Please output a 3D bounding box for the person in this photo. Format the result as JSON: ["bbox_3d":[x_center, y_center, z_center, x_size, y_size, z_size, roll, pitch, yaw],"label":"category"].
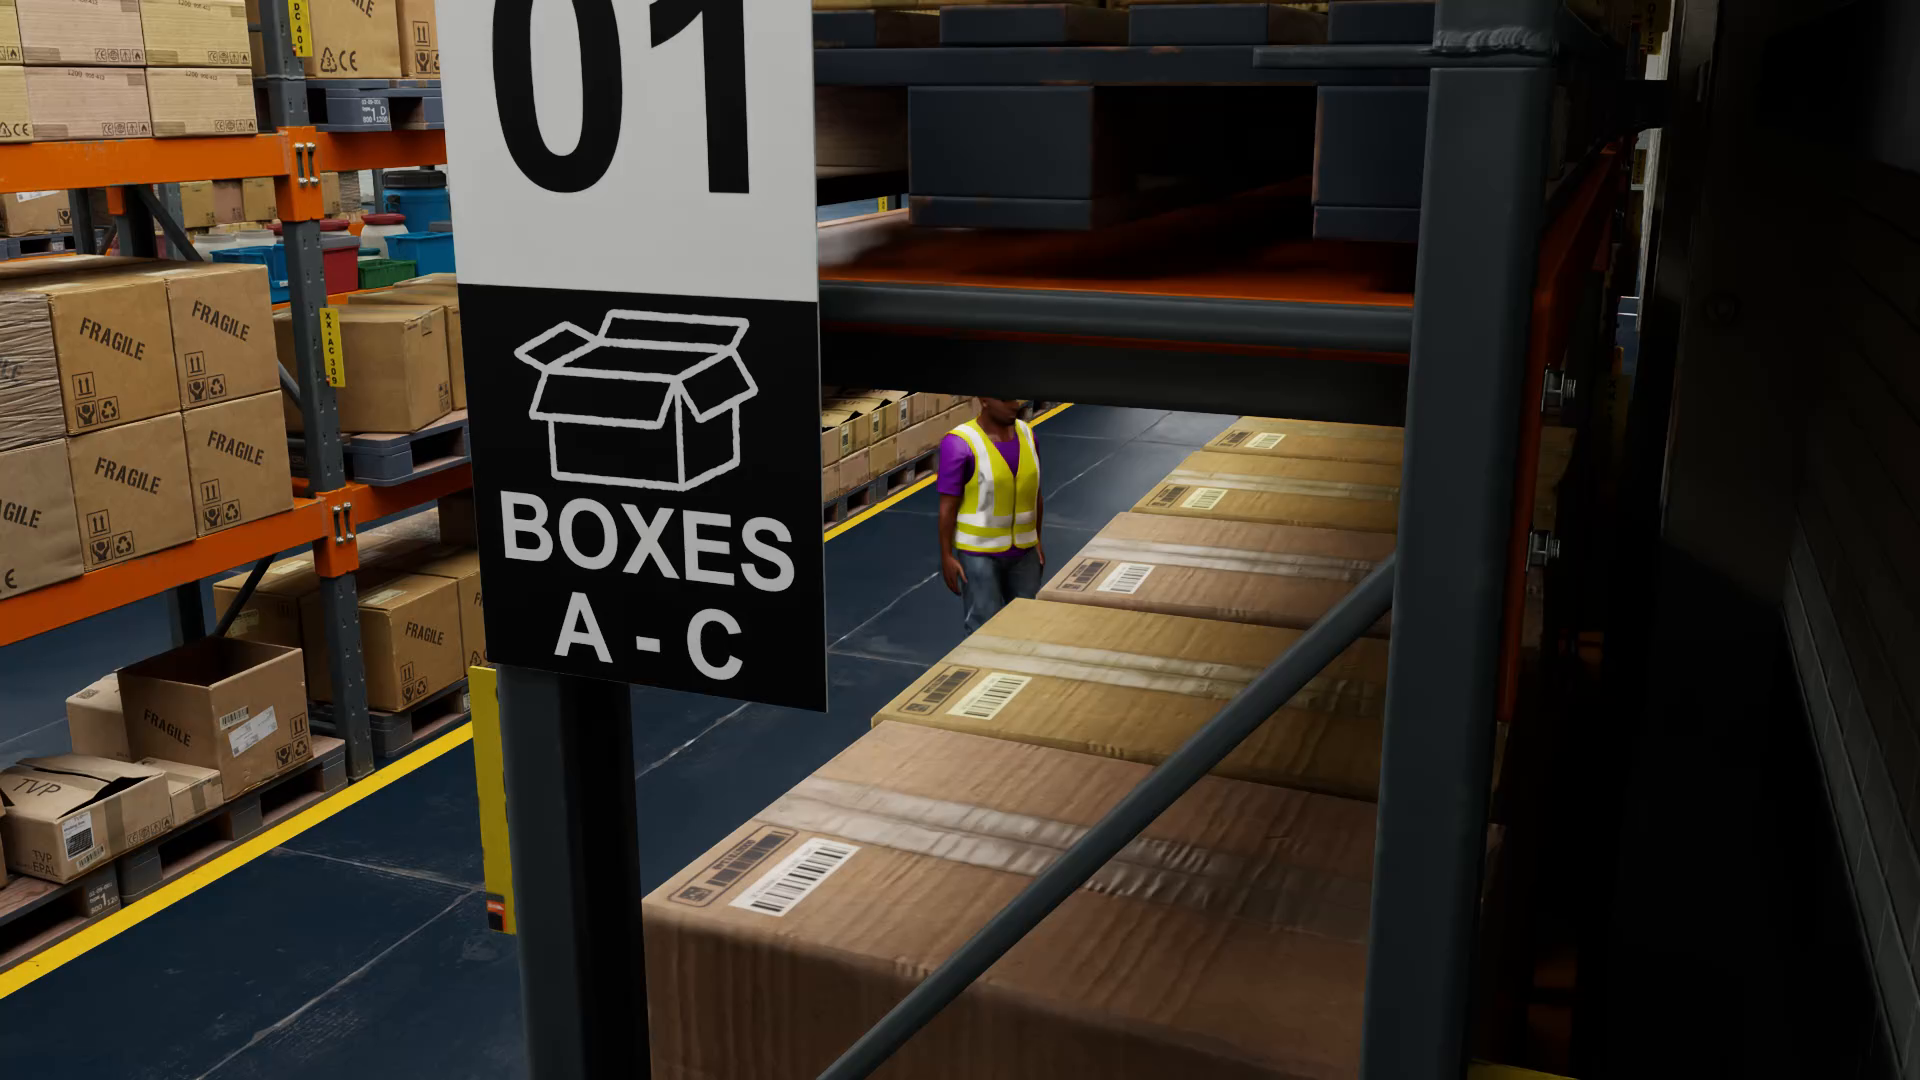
[{"bbox_3d":[0.161,0.045,7.778,0.579,1.771,0.603,-10,18,-33],"label":"person"}]
